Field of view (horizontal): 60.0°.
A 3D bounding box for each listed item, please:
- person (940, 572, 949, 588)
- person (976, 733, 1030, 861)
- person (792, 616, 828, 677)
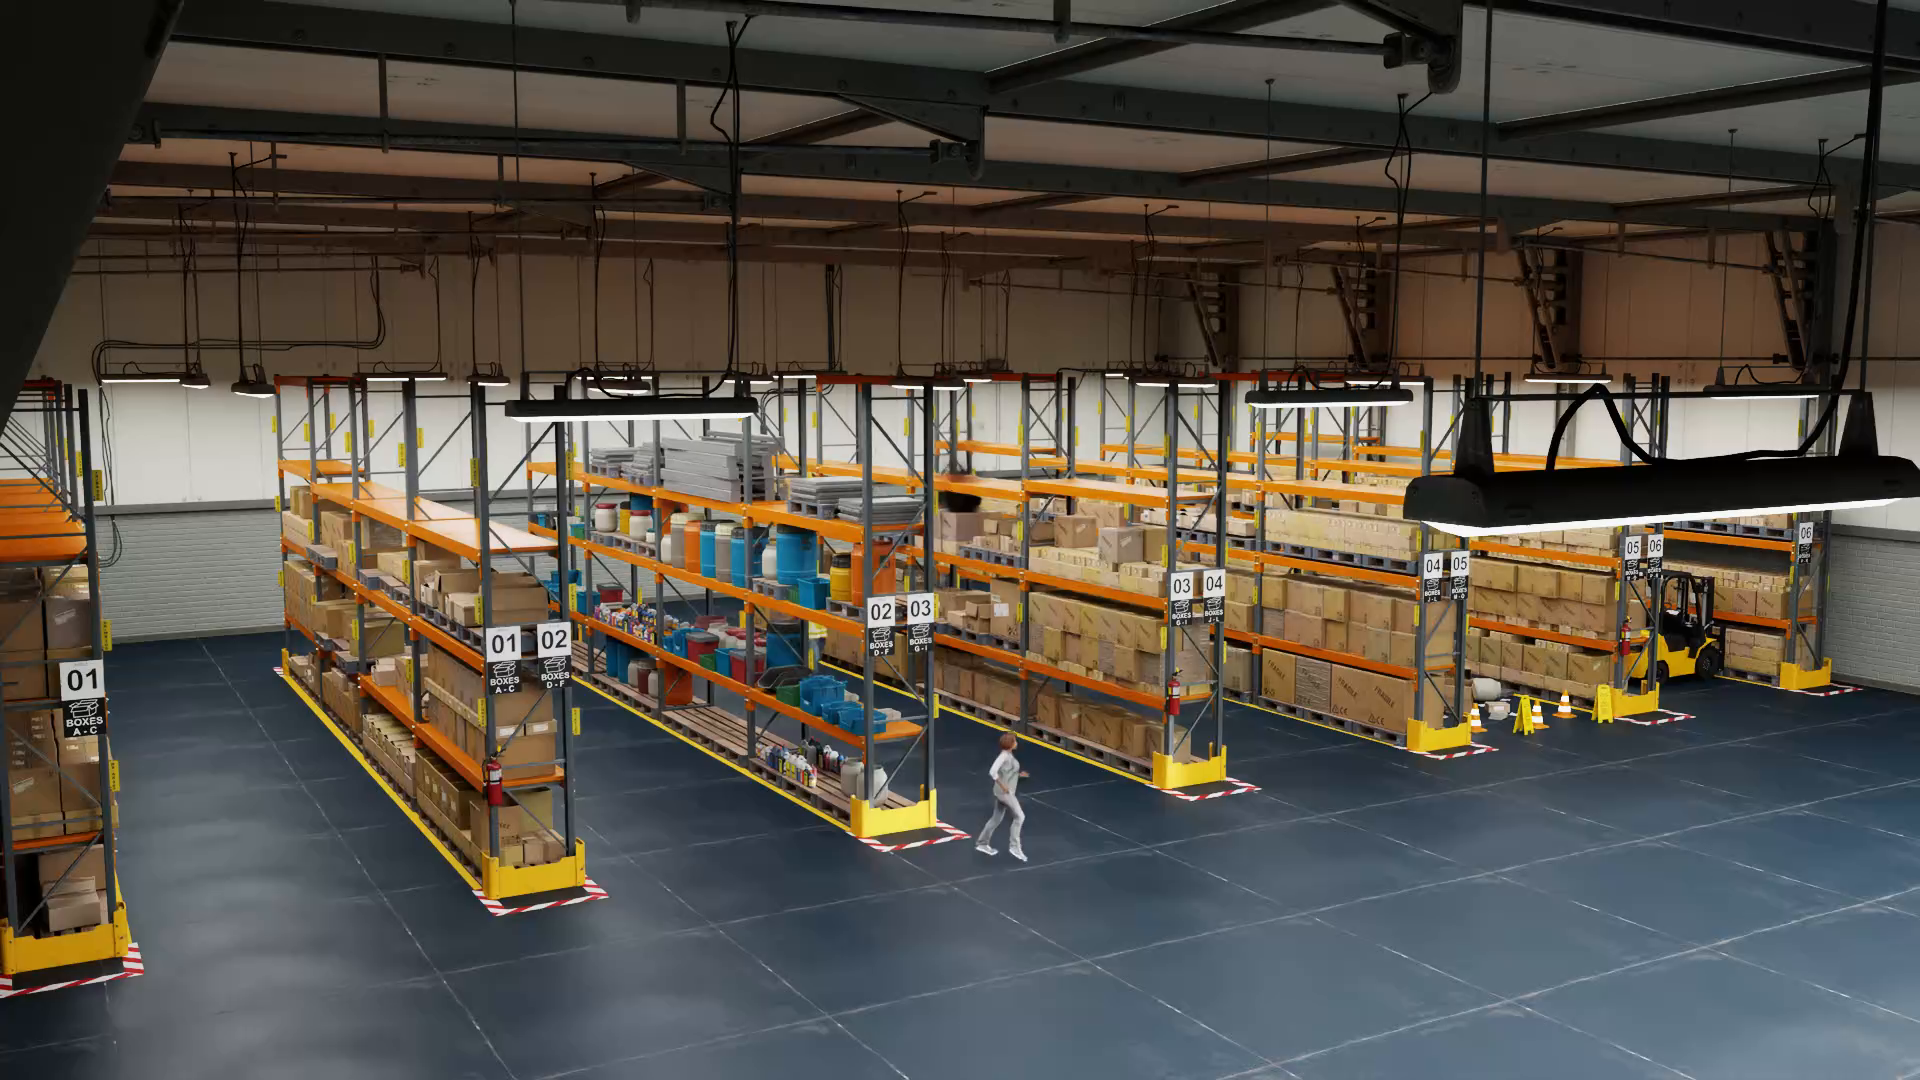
[{"bbox_3d":[-0.453,0.936,42.091,0.871,1.548,0.640,-4,7,-32],"label":"person"},{"bbox_3d":[0.540,3.242,20.982,0.677,1.644,0.526,-1,6,-5],"label":"person"},{"bbox_3d":[-2.624,1.856,30.416,0.672,1.877,0.746,-6,8,-42],"label":"person"}]
